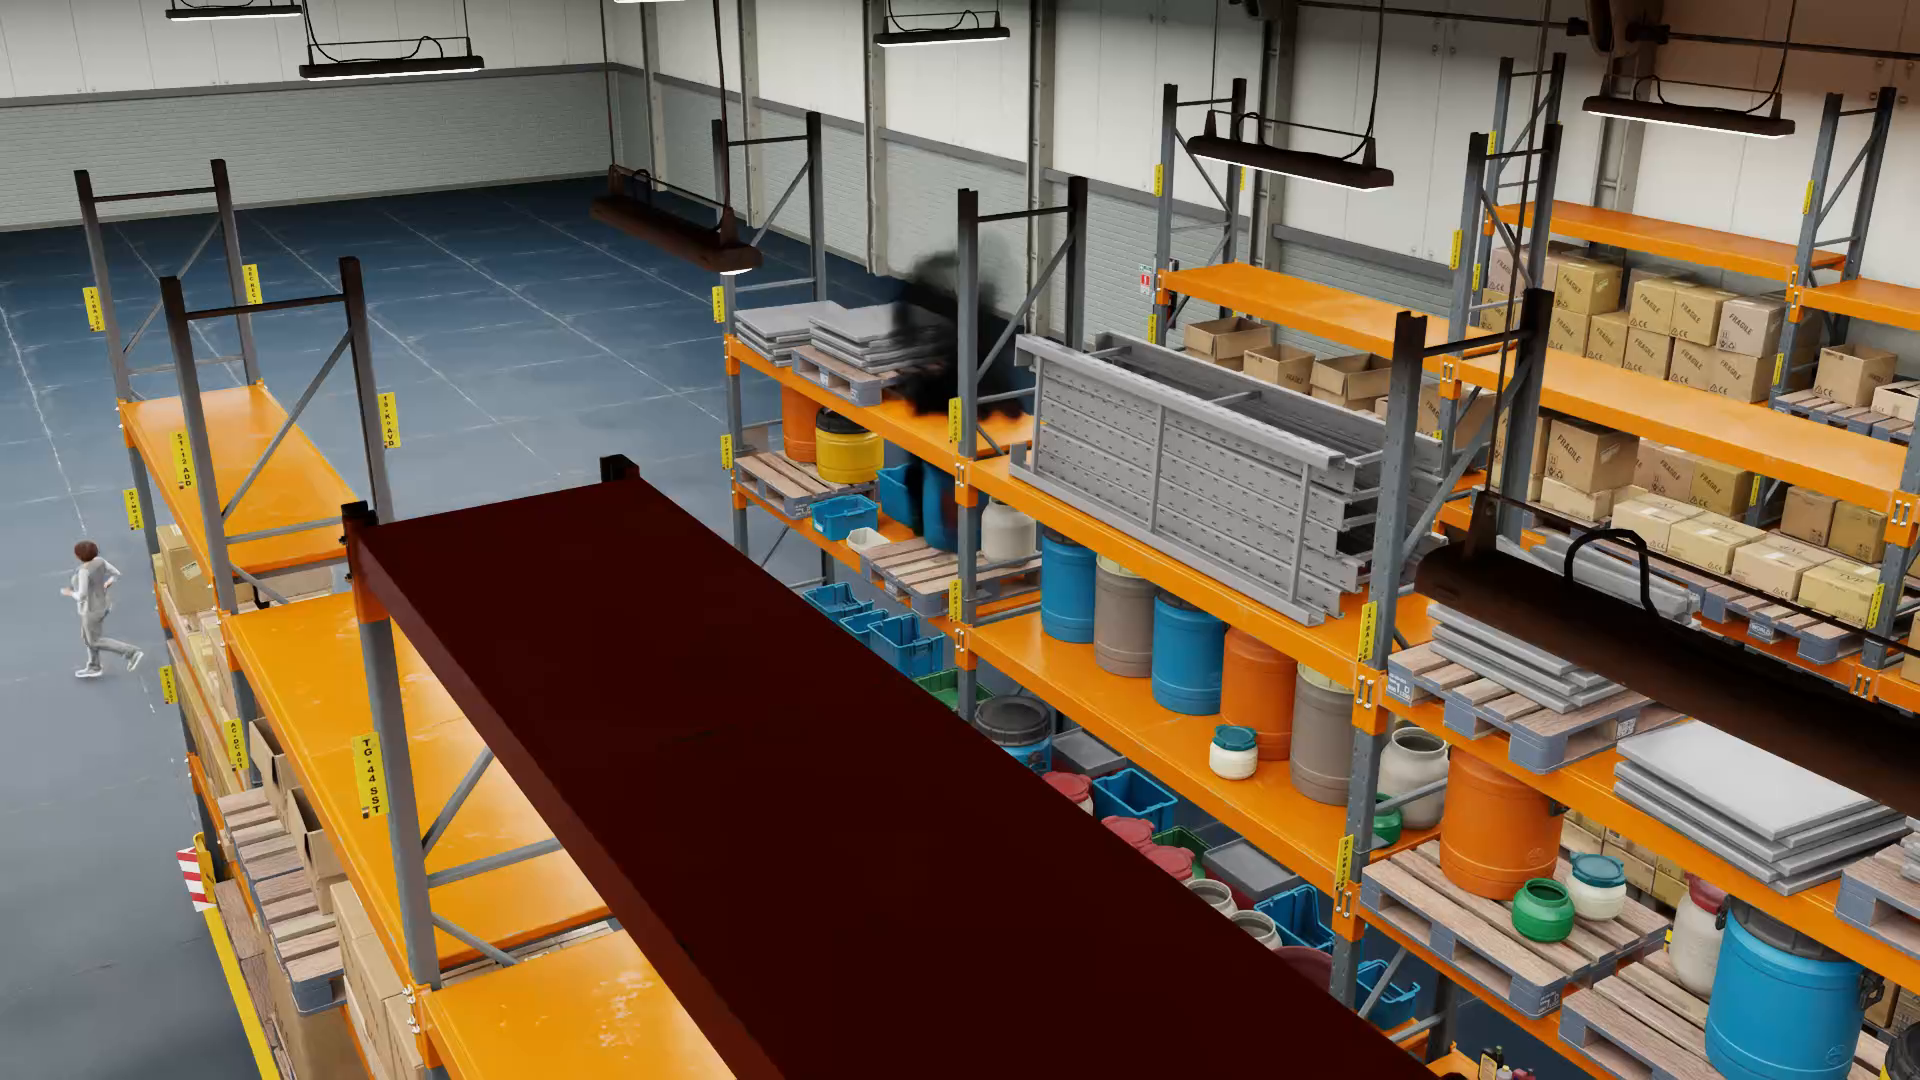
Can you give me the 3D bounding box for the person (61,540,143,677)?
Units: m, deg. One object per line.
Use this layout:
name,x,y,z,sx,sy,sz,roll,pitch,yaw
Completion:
person,-9.037,0.727,17.462,0.805,1.568,0.548,0,22,0
